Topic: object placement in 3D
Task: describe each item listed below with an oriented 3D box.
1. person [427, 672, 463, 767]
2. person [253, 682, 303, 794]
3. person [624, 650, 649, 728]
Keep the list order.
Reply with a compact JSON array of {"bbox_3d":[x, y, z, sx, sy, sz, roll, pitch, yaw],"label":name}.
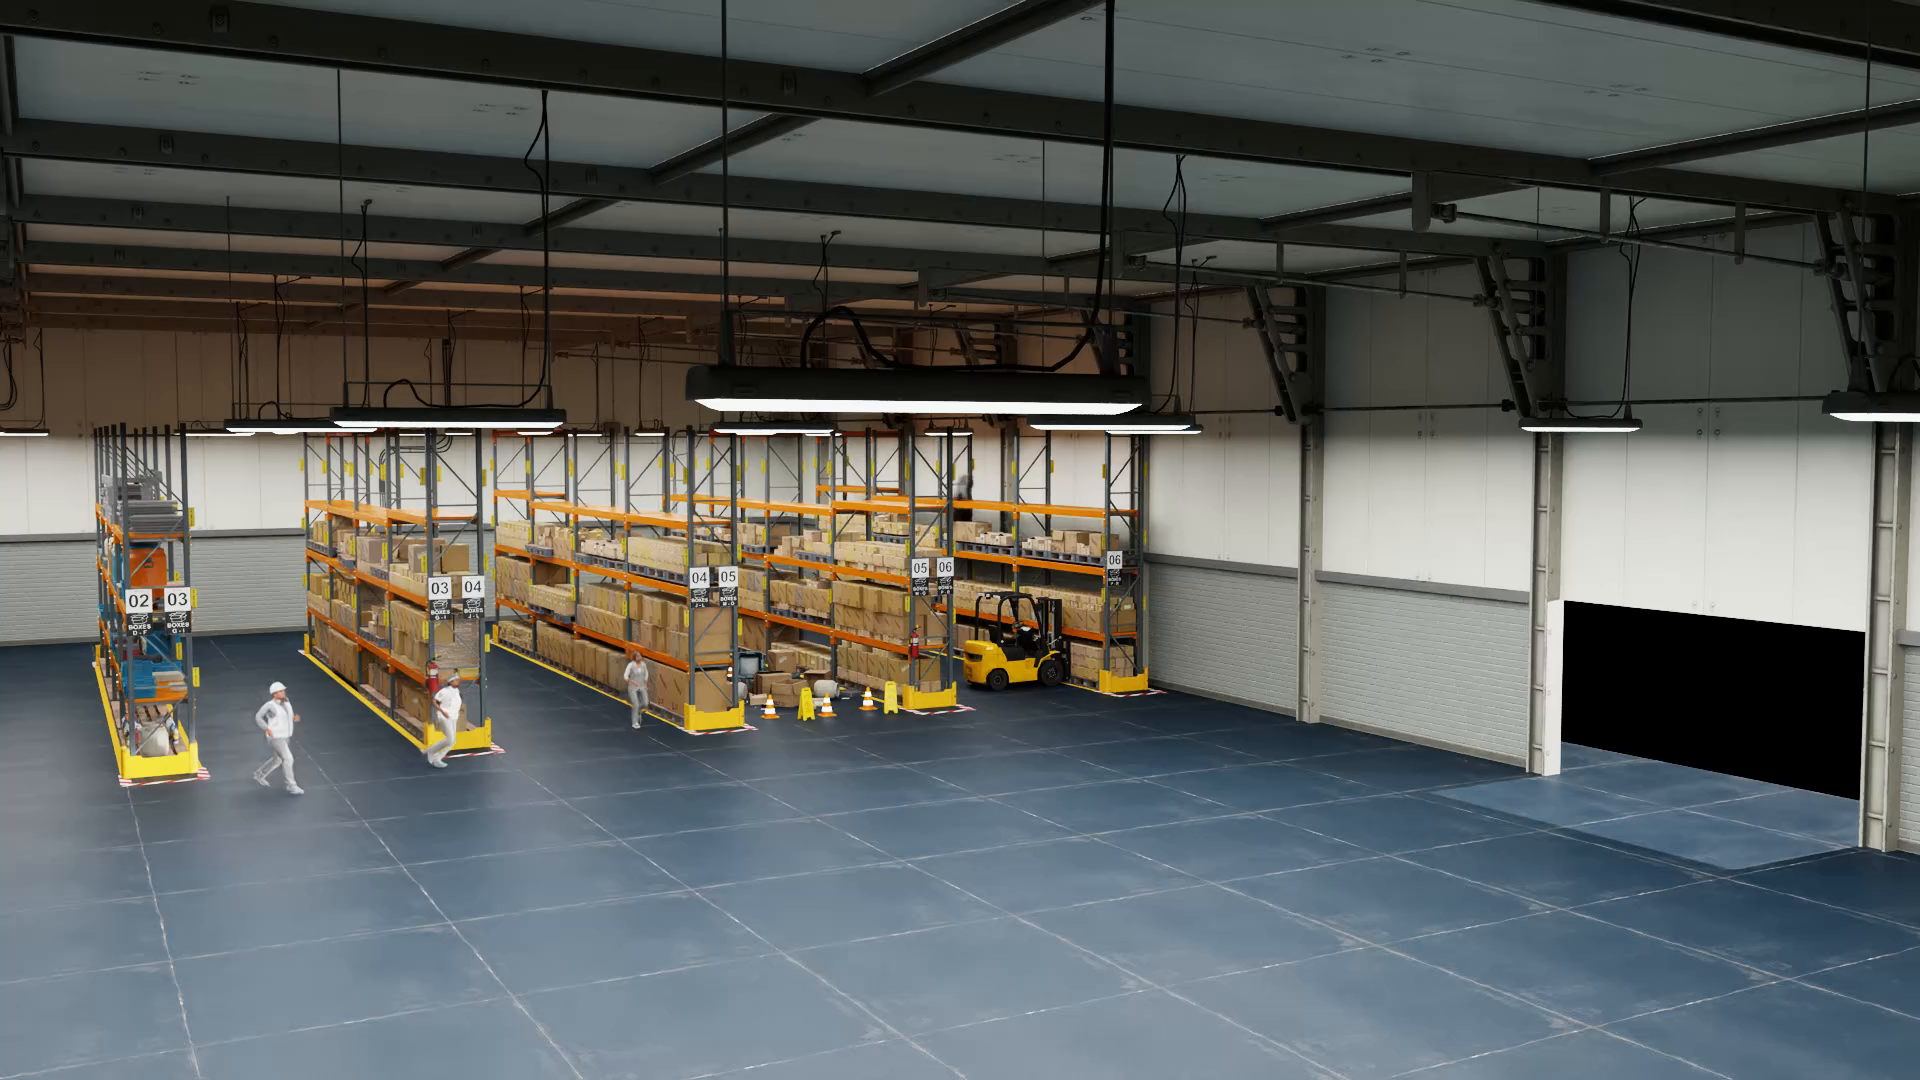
[{"bbox_3d":[-9.011,3.143,29.244,0.553,1.612,0.646,1,4,16],"label":"person"},{"bbox_3d":[-11.060,3.198,26.993,0.894,1.798,0.643,1,3,9],"label":"person"},{"bbox_3d":[-6.369,2.956,32.902,0.558,1.556,0.542,-2,4,-35],"label":"person"}]
